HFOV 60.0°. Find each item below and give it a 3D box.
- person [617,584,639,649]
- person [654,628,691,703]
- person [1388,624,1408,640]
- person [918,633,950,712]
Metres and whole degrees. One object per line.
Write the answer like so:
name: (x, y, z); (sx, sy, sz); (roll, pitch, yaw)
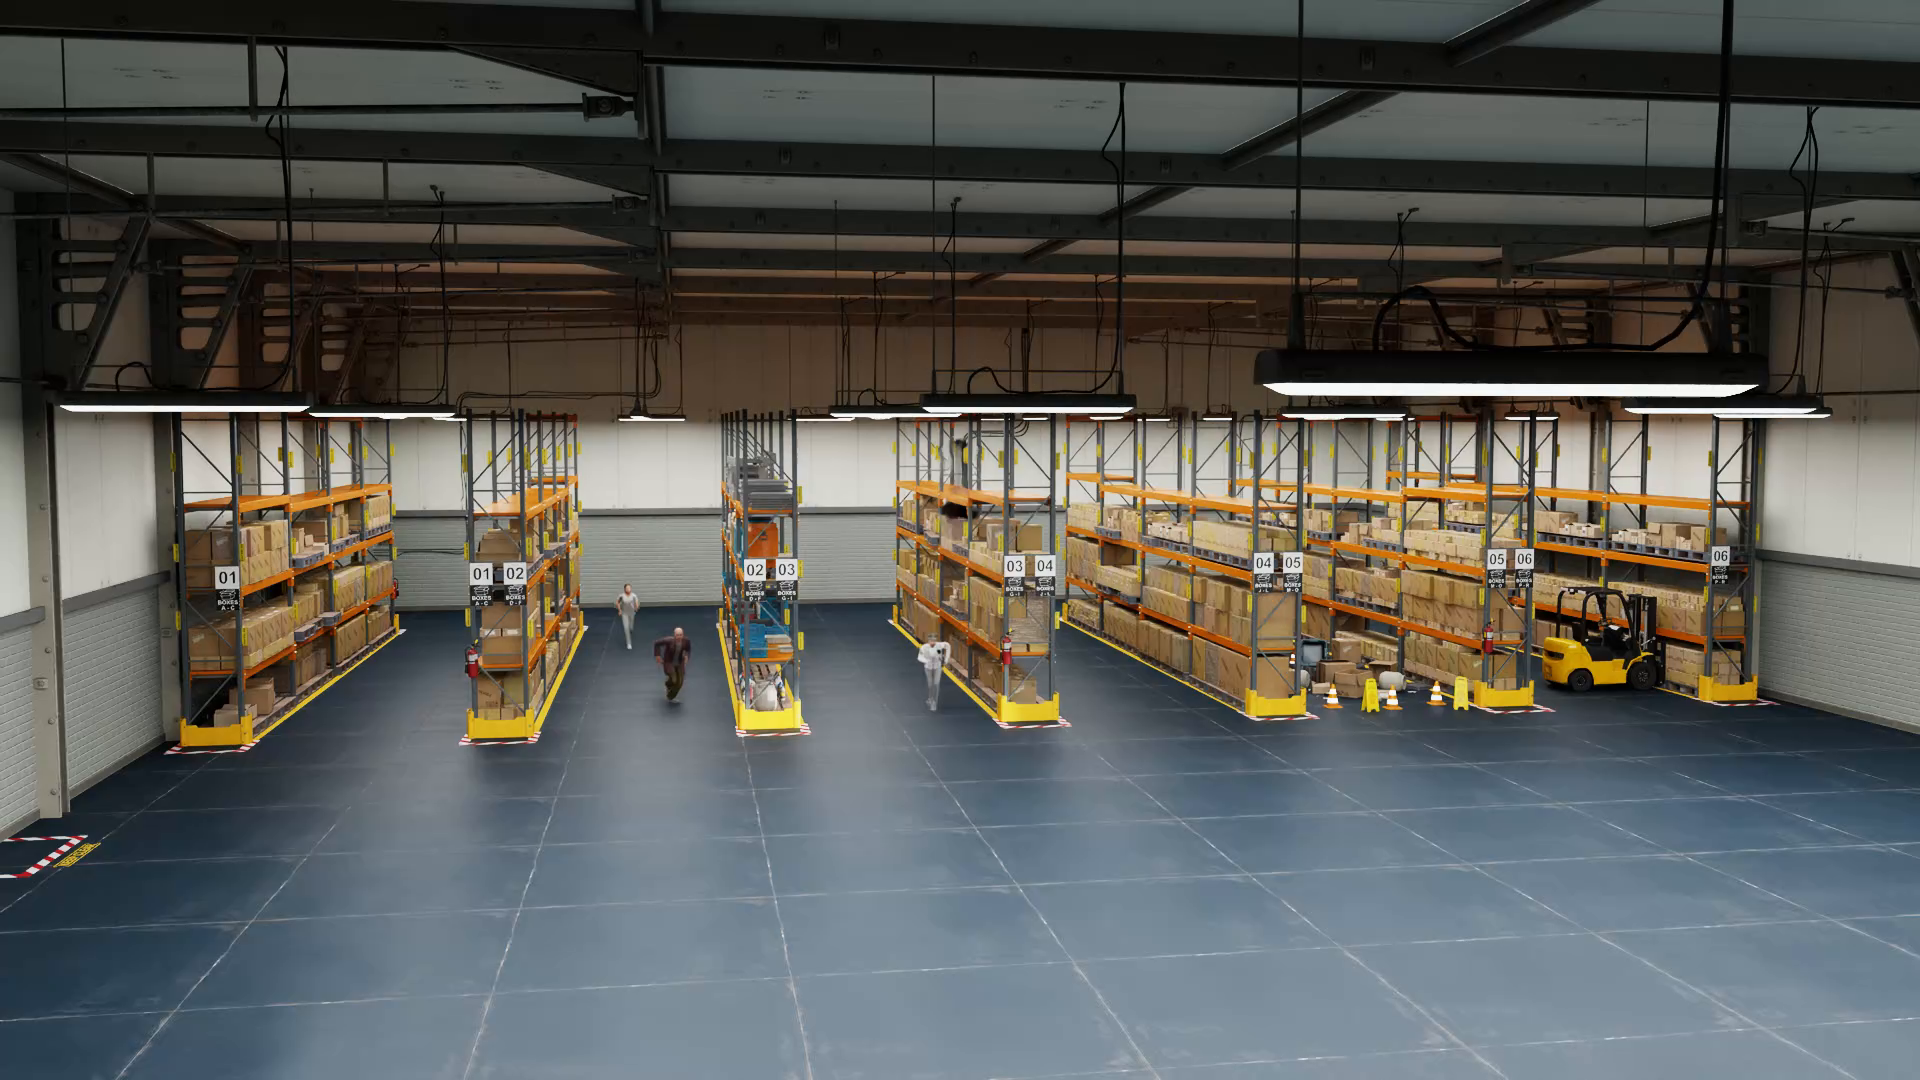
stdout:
person: (-8.533, 1.931, 42.697); (0.547, 1.654, 0.877); (-1, 4, -18)
person: (-5.860, 2.565, 33.945); (0.735, 1.595, 0.871); (-2, 5, -30)
person: (11.176, 1.930, 42.341); (0.564, 1.696, 0.858); (-1, 4, -14)
person: (-0.520, 2.636, 33.404); (0.654, 1.613, 0.937); (0, 4, -1)
